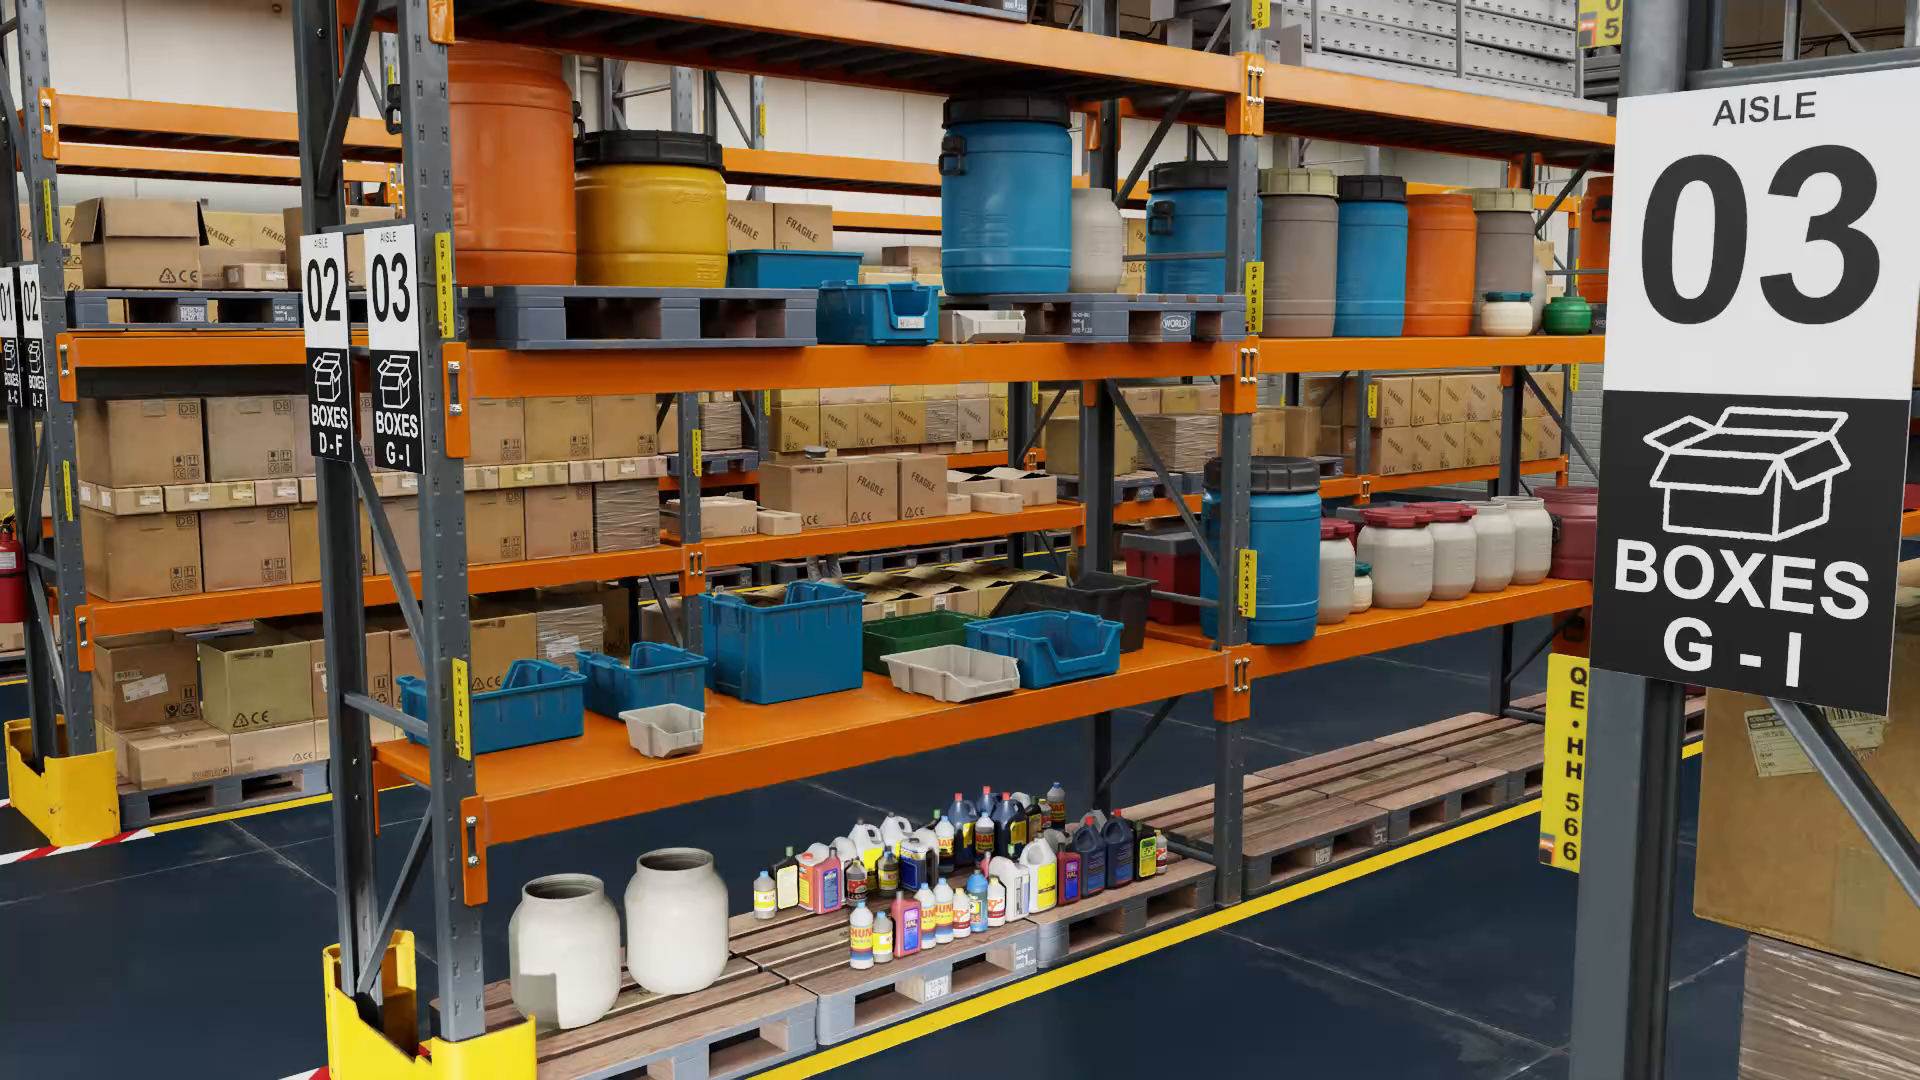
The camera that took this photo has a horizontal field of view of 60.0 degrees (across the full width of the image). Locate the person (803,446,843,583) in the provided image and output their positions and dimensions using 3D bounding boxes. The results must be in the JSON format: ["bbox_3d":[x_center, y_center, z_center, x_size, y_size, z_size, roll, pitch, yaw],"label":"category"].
[{"bbox_3d":[-1.385,-0.104,16.563,0.537,1.663,0.405,-7,10,-42],"label":"person"}]
